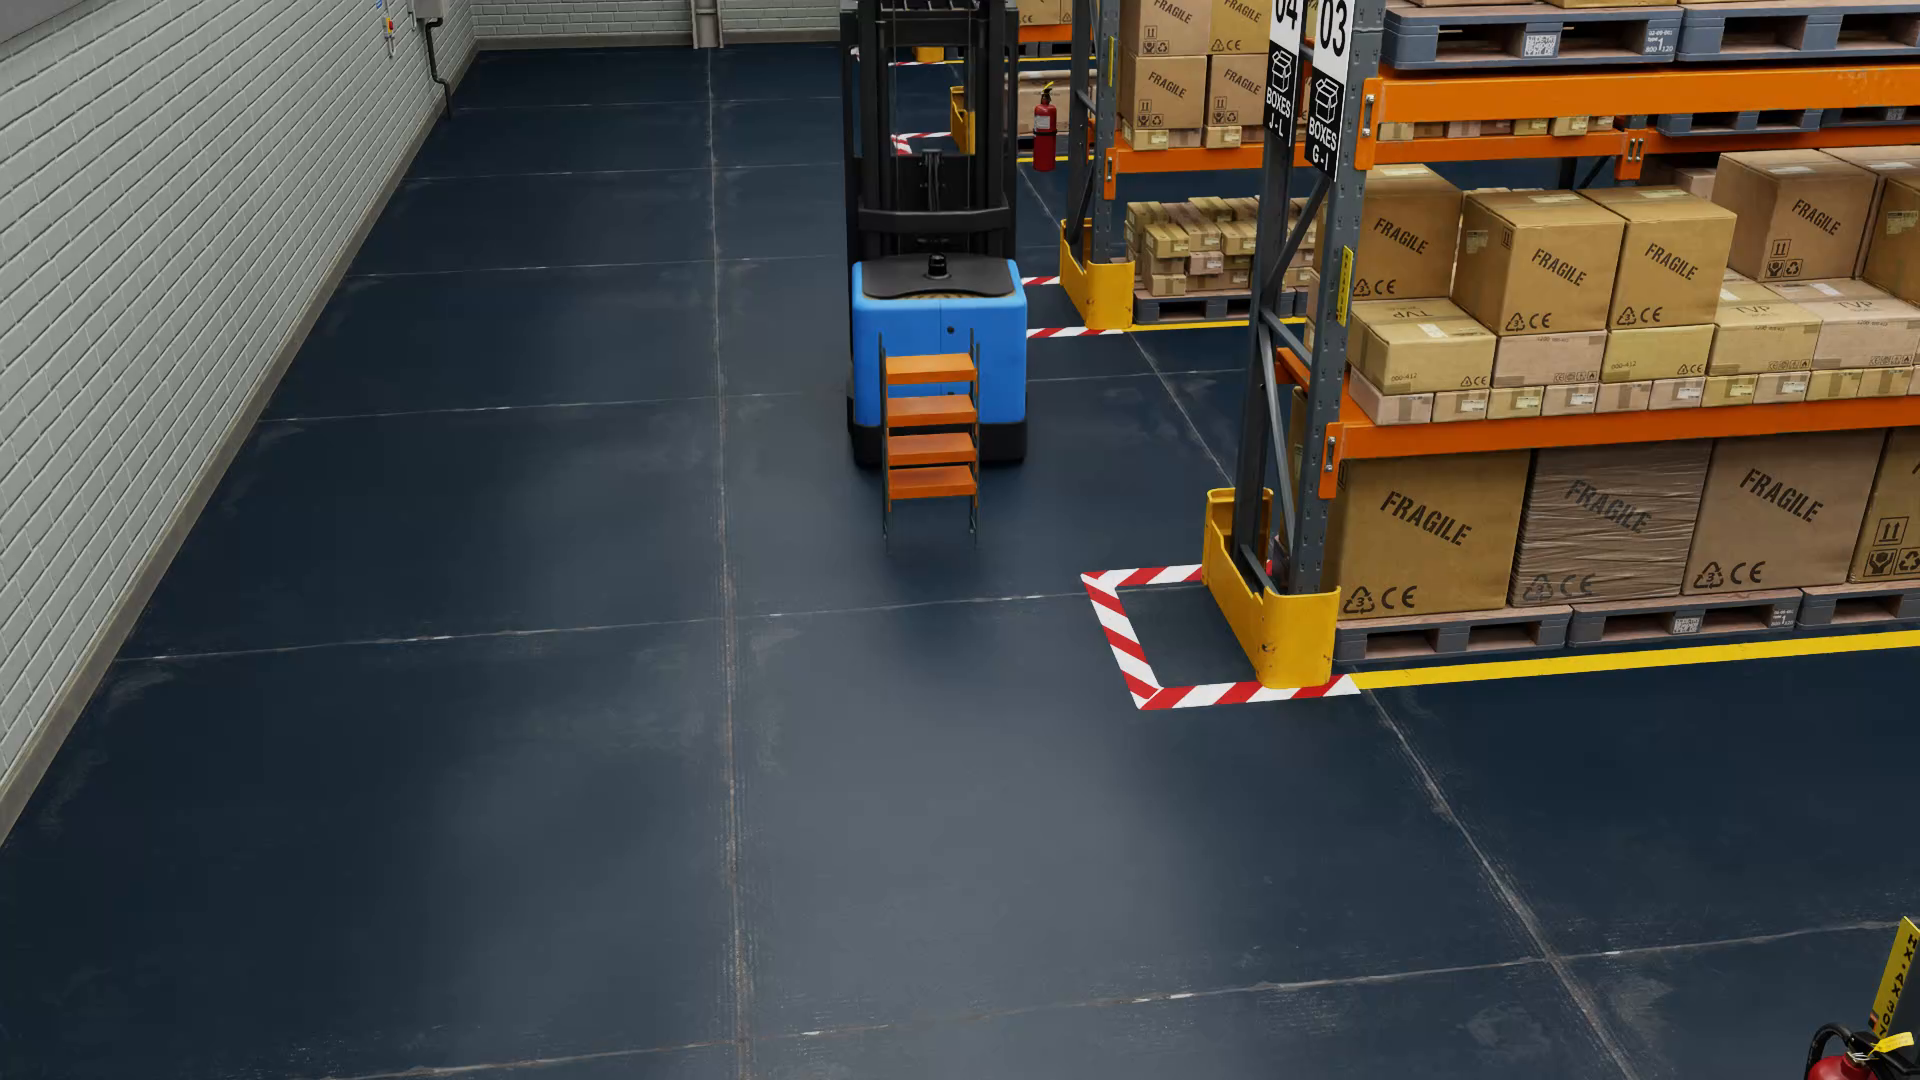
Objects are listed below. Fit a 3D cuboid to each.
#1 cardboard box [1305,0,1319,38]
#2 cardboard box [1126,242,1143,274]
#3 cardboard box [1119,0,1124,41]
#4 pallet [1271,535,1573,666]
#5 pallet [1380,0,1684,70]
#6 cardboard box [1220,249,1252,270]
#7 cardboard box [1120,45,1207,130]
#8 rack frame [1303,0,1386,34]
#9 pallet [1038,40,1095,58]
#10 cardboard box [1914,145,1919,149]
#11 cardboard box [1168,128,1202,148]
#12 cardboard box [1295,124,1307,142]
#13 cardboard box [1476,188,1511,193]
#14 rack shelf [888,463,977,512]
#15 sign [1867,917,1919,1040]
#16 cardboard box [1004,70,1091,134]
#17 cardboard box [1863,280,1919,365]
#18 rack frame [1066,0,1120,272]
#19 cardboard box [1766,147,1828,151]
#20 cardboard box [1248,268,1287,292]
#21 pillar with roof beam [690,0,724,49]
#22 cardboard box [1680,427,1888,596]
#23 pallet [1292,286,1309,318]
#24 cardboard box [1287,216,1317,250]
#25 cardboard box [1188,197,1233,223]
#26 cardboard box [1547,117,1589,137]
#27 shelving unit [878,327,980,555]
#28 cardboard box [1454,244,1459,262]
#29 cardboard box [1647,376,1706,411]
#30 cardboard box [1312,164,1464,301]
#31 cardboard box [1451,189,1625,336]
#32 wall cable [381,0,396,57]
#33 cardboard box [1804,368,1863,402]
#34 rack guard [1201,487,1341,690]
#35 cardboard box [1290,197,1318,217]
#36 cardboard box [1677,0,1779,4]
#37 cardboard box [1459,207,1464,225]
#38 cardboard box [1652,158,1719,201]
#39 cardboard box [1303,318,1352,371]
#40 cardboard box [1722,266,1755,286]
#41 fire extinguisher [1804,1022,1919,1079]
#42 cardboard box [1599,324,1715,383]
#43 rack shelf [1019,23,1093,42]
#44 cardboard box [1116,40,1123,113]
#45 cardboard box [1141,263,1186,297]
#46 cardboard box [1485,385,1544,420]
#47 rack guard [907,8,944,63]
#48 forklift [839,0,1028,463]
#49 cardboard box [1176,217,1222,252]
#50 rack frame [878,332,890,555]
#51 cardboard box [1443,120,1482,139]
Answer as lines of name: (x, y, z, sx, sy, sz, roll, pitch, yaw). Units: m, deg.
cardboard box: (2.457, -3.737, 11.716, 0.500, 0.500, 0.500, -4, 27, -8)
cardboard box: (1.450, -2.195, 12.904, 0.250, 0.149, 0.380, -3, 27, -6)
cardboard box: (1.377, -3.912, 12.057, 0.500, 0.500, 0.500, -4, 27, -8)
pallet: (2.330, 0.255, 8.523, 1.213, 0.211, 1.003, -4, 27, -7)
pallet: (2.282, -2.247, 7.155, 1.213, 0.211, 1.003, -4, 27, -7)
cardboard box: (2.022, -2.164, 12.519, 0.250, 0.149, 0.380, -3, 27, -6)
cardboard box: (1.441, -3.229, 11.822, 0.500, 0.500, 0.500, -2, 27, -5)
rack frame: (1.549, -3.569, 6.348, 0.127, 3.000, 1.000, -4, 27, -7)
pallet: (1.543, -6.515, 21.716, 1.213, 0.211, 1.003, -4, 27, -7)
cardboard box: (5.000, -1.639, 8.175, 0.500, 0.500, 0.500, -4, 27, -7)
cardboard box: (1.571, -2.944, 11.977, 0.250, 0.149, 0.380, -3, 27, -5)
cardboard box: (2.354, -3.022, 12.128, 0.250, 0.149, 0.380, -4, 27, -8)
cardboard box: (4.268, -2.667, 13.173, 0.250, 0.149, 0.380, -2, 27, -5)
rack shelf: (-0.164, -0.287, 9.077, 0.480, 0.148, 0.258, -4, 27, -7)
sign: (2.146, 1.019, 3.800, 0.005, 0.325, 0.100, -4, 27, -7)
cardboard box: (0.808, -4.514, 17.108, 0.875, 0.438, 0.875, -5, 28, -9)
cardboard box: (4.597, -1.039, 7.828, 0.500, 0.250, 0.500, -3, 27, -6)
rack frame: (0.958, -3.148, 12.100, 0.127, 3.000, 1.000, -4, 27, -7)
cardboard box: (6.654, -3.040, 13.345, 0.500, 0.250, 0.500, -5, 28, -9)
cardboard box: (2.283, -1.995, 12.515, 0.250, 0.149, 0.380, -3, 27, -6)
pillar with roof beam: (-2.723, -8.582, 16.119, 0.400, 9.000, 9.100, -4, 27, -7)
cardboard box: (3.954, -0.333, 8.480, 0.875, 0.875, 0.875, -4, 27, -7)
pallet: (3.048, -2.024, 12.964, 1.213, 0.211, 1.003, -4, 27, -7)
cardboard box: (2.558, -2.308, 12.473, 0.250, 0.149, 0.380, -3, 27, -5)
cardboard box: (1.943, -2.544, 12.933, 0.250, 0.149, 0.380, -4, 27, -8)
cardboard box: (4.429, -3.101, 12.284, 0.250, 0.149, 0.380, -4, 27, -8)
shelving unit: (-0.164, -0.523, 8.956, 0.503, 1.200, 0.258, -4, 27, -7)
cardboard box: (3.611, -2.245, 12.677, 0.250, 0.149, 0.380, -3, 27, -6)
cardboard box: (3.219, -0.744, 7.690, 0.250, 0.149, 0.380, -4, 27, -8)
cardboard box: (1.995, -1.449, 7.805, 0.500, 0.500, 0.500, -3, 27, -6)
cardboard box: (2.557, -1.239, 7.397, 0.500, 0.500, 0.500, -4, 27, -8)
wall cable: (-5.412, -5.477, 15.490, 0.123, 1.953, 0.585, -4, 27, -7)
cardboard box: (3.981, -0.793, 7.785, 0.250, 0.149, 0.380, -4, 27, -8)
rack guard: (1.525, 0.214, 8.286, 0.348, 0.500, 1.175, -4, 27, -7)
cardboard box: (2.743, -2.540, 12.927, 0.250, 0.149, 0.380, -5, 28, -9)
cardboard box: (3.136, -2.604, 7.074, 0.500, 0.500, 0.700, -6, 28, -11)
cardboard box: (3.842, -2.411, 12.675, 0.250, 0.149, 0.380, -3, 27, -5)
cardboard box: (5.688, -2.739, 12.759, 0.500, 0.250, 0.500, -5, 28, -9)
cardboard box: (1.856, -0.960, 8.109, 0.250, 0.149, 0.380, -3, 27, -6)
cardboard box: (3.514, -1.216, 8.172, 0.500, 0.250, 0.500, -4, 27, -7)
fire extinguisher: (2.026, 1.344, 3.839, 0.183, 0.674, 0.296, -4, 27, -7)
cardboard box: (3.074, -0.940, 7.635, 0.500, 0.250, 0.500, -5, 28, -9)
rack shelf: (2.149, -5.187, 16.861, 4.000, 0.370, 1.077, -4, 27, -7)
cardboard box: (1.367, -3.470, 12.292, 0.500, 0.500, 0.500, -3, 27, -6)
cardboard box: (1.522, -1.956, 12.438, 0.250, 0.149, 0.380, -3, 27, -6)
cardboard box: (2.454, -0.695, 7.594, 0.250, 0.149, 0.380, -4, 27, -8)
rack guard: (-0.452, -6.516, 21.402, 0.348, 0.500, 1.175, -4, 27, -7)
forklift: (-0.201, -2.402, 10.721, 1.130, 2.935, 3.031, -2, 27, -3)
cardboard box: (1.781, -2.283, 12.425, 0.250, 0.149, 0.380, -3, 27, -6)
rack frame: (-0.406, -0.508, 8.925, 0.015, 1.200, 0.240, -4, 27, -7)
cardboard box: (3.632, -3.075, 12.233, 0.250, 0.149, 0.380, -5, 28, -9)
